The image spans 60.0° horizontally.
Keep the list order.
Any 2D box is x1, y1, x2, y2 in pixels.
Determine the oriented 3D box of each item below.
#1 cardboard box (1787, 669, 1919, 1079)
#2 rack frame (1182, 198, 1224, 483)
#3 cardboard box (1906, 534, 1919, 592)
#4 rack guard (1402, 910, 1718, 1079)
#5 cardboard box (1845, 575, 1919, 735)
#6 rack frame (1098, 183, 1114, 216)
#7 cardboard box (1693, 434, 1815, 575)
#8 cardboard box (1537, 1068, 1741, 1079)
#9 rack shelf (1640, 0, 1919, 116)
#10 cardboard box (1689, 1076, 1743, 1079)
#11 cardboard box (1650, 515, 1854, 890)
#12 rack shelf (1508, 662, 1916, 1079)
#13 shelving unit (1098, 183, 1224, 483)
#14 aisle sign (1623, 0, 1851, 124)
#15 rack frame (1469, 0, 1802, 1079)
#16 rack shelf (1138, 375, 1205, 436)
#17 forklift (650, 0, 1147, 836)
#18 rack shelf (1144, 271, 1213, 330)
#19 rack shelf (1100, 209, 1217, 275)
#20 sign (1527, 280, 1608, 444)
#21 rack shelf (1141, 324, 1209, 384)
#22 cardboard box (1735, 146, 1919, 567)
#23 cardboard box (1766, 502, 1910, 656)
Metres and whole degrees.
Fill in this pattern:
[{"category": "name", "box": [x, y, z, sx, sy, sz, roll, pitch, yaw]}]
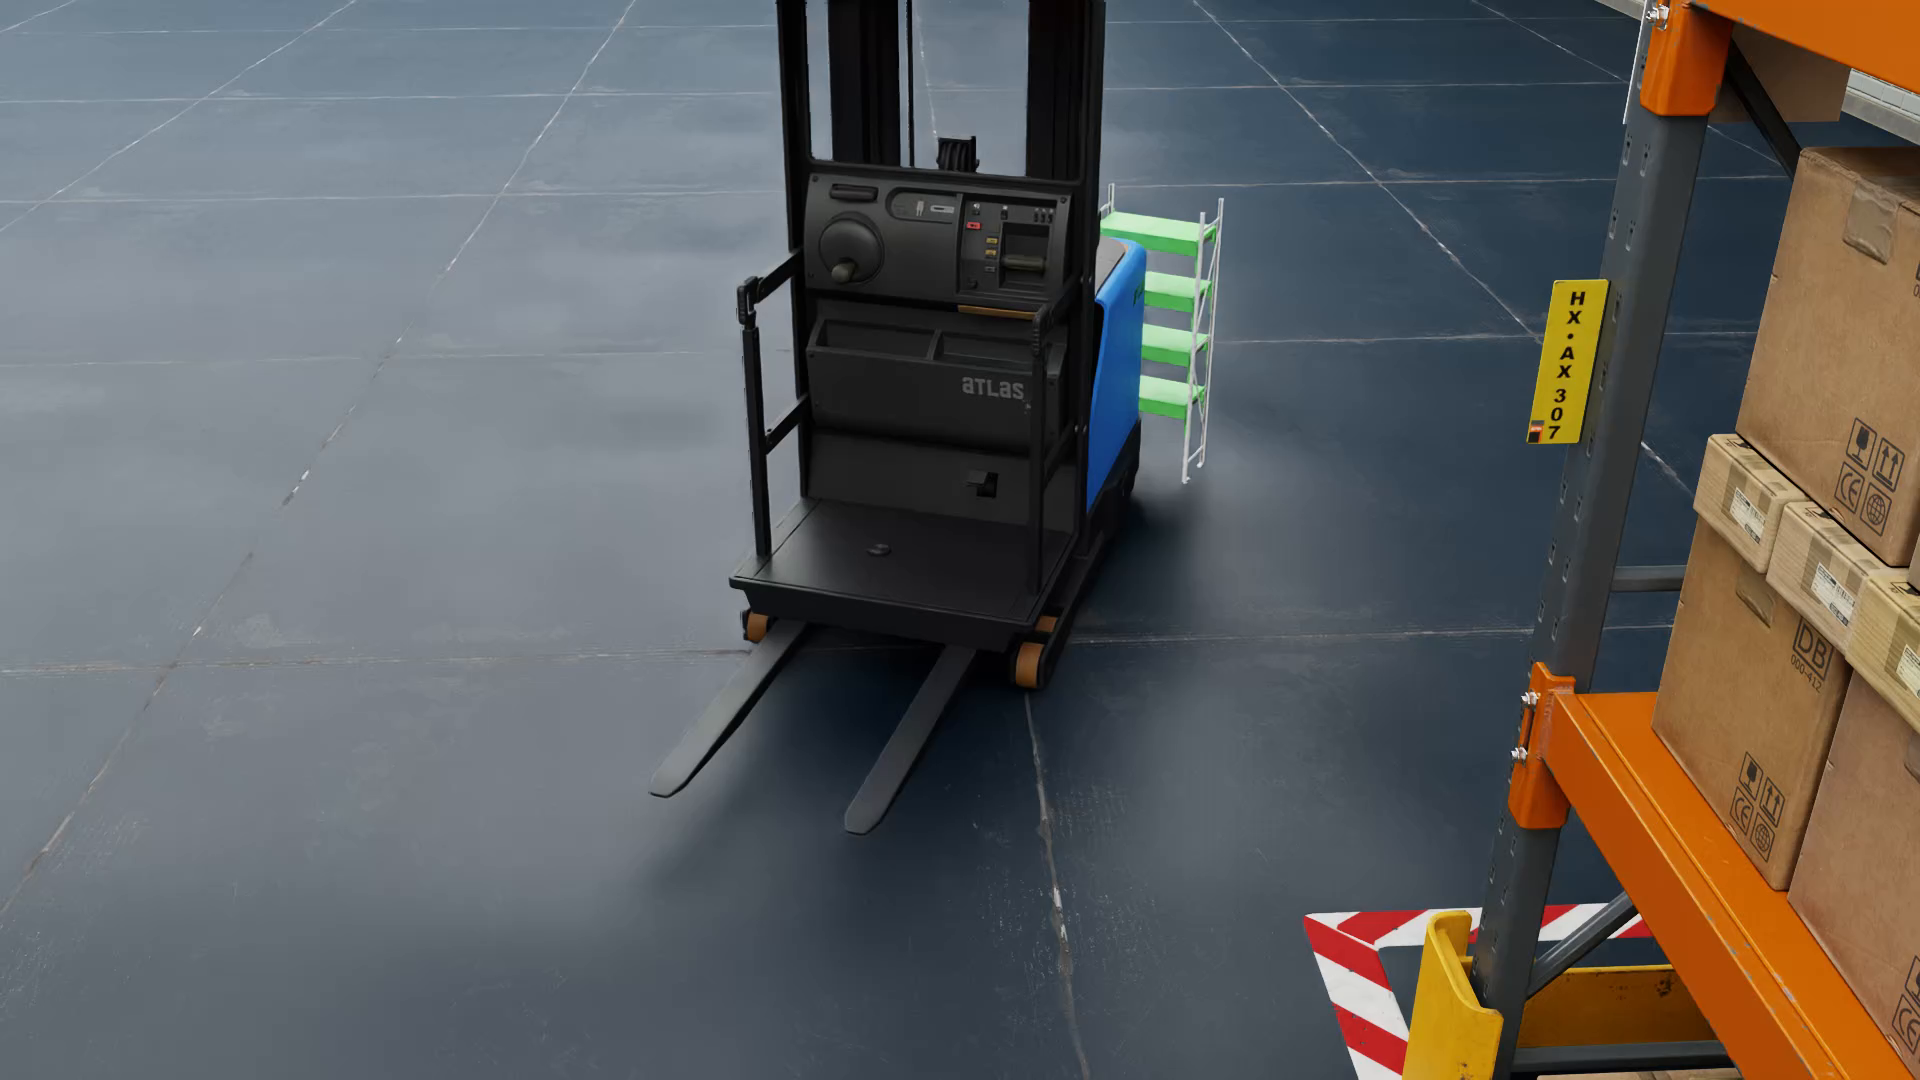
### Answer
[{"category": "cardboard box", "box": [1.736, 0.491, 2.456, 0.700, 0.500, 0.500, -1, 28, -1]}, {"category": "rack frame", "box": [1.026, -0.828, 7.041, 0.015, 1.200, 0.240, 14, 30, 24]}, {"category": "cardboard box", "box": [1.740, -0.059, 2.109, 0.700, 0.500, 0.500, -2, 28, -4]}, {"category": "rack guard", "box": [1.691, 1.175, 3.957, 1.175, 0.500, 0.348, -1, 28, -3]}, {"category": "cardboard box", "box": [1.526, 0.169, 2.373, 0.380, 0.149, 0.250, -1, 28, -2]}, {"category": "rack frame", "box": [0.593, -0.933, 7.241, 0.015, 1.200, 0.240, 14, 30, 24]}, {"category": "cardboard box", "box": [1.498, -0.068, 2.827, 0.380, 0.149, 0.250, -2, 28, -3]}, {"category": "cardboard box", "box": [1.498, 1.363, 3.411, 0.500, 0.250, 0.500, -1, 28, -3]}, {"category": "rack shelf", "box": [1.797, -0.010, 1.060, 1.077, 0.370, 4.000, -1, 28, -3]}, {"category": "cardboard box", "box": [1.526, 1.262, 2.795, 0.500, 0.500, 0.500, -1, 28, -3]}, {"category": "cardboard box", "box": [1.704, 0.249, 2.921, 0.700, 0.500, 0.500, -1, 28, -3]}, {"category": "rack shelf", "box": [1.797, 1.320, 1.753, 1.077, 0.370, 4.000, -1, 28, -3]}, {"category": "shelving unit", "box": [0.810, -0.881, 7.141, 0.503, 1.200, 0.258, 14, 30, 24]}, {"category": "aisle sign", "box": [1.383, -1.098, 2.801, 0.394, 0.787, 0.004, -1, 28, -3]}, {"category": "rack frame", "box": [1.696, 0.077, 3.358, 0.949, 2.616, 0.053, -1, 28, -3]}, {"category": "rack shelf", "box": [0.810, -0.611, 7.281, 0.480, 0.148, 0.258, 14, 30, 24]}, {"category": "forklift", "box": [-0.145, -0.987, 5.474, 1.130, 2.935, 3.031, 8, 29, 15]}, {"category": "rack shelf", "box": [0.810, -1.037, 7.060, 0.480, 0.148, 0.258, 14, 30, 24]}, {"category": "rack shelf", "box": [0.810, -1.250, 6.949, 0.480, 0.148, 0.258, 14, 30, 24]}, {"category": "sign", "box": [1.138, -0.331, 3.119, 0.100, 0.325, 0.005, -1, 28, -3]}, {"category": "rack shelf", "box": [0.810, -0.824, 7.171, 0.480, 0.148, 0.258, 14, 30, 24]}, {"category": "cardboard box", "box": [1.707, -0.302, 2.574, 0.700, 0.500, 0.500, -1, 28, -2]}, {"category": "cardboard box", "box": [1.514, 0.054, 2.594, 0.380, 0.149, 0.250, -2, 28, -4]}]
